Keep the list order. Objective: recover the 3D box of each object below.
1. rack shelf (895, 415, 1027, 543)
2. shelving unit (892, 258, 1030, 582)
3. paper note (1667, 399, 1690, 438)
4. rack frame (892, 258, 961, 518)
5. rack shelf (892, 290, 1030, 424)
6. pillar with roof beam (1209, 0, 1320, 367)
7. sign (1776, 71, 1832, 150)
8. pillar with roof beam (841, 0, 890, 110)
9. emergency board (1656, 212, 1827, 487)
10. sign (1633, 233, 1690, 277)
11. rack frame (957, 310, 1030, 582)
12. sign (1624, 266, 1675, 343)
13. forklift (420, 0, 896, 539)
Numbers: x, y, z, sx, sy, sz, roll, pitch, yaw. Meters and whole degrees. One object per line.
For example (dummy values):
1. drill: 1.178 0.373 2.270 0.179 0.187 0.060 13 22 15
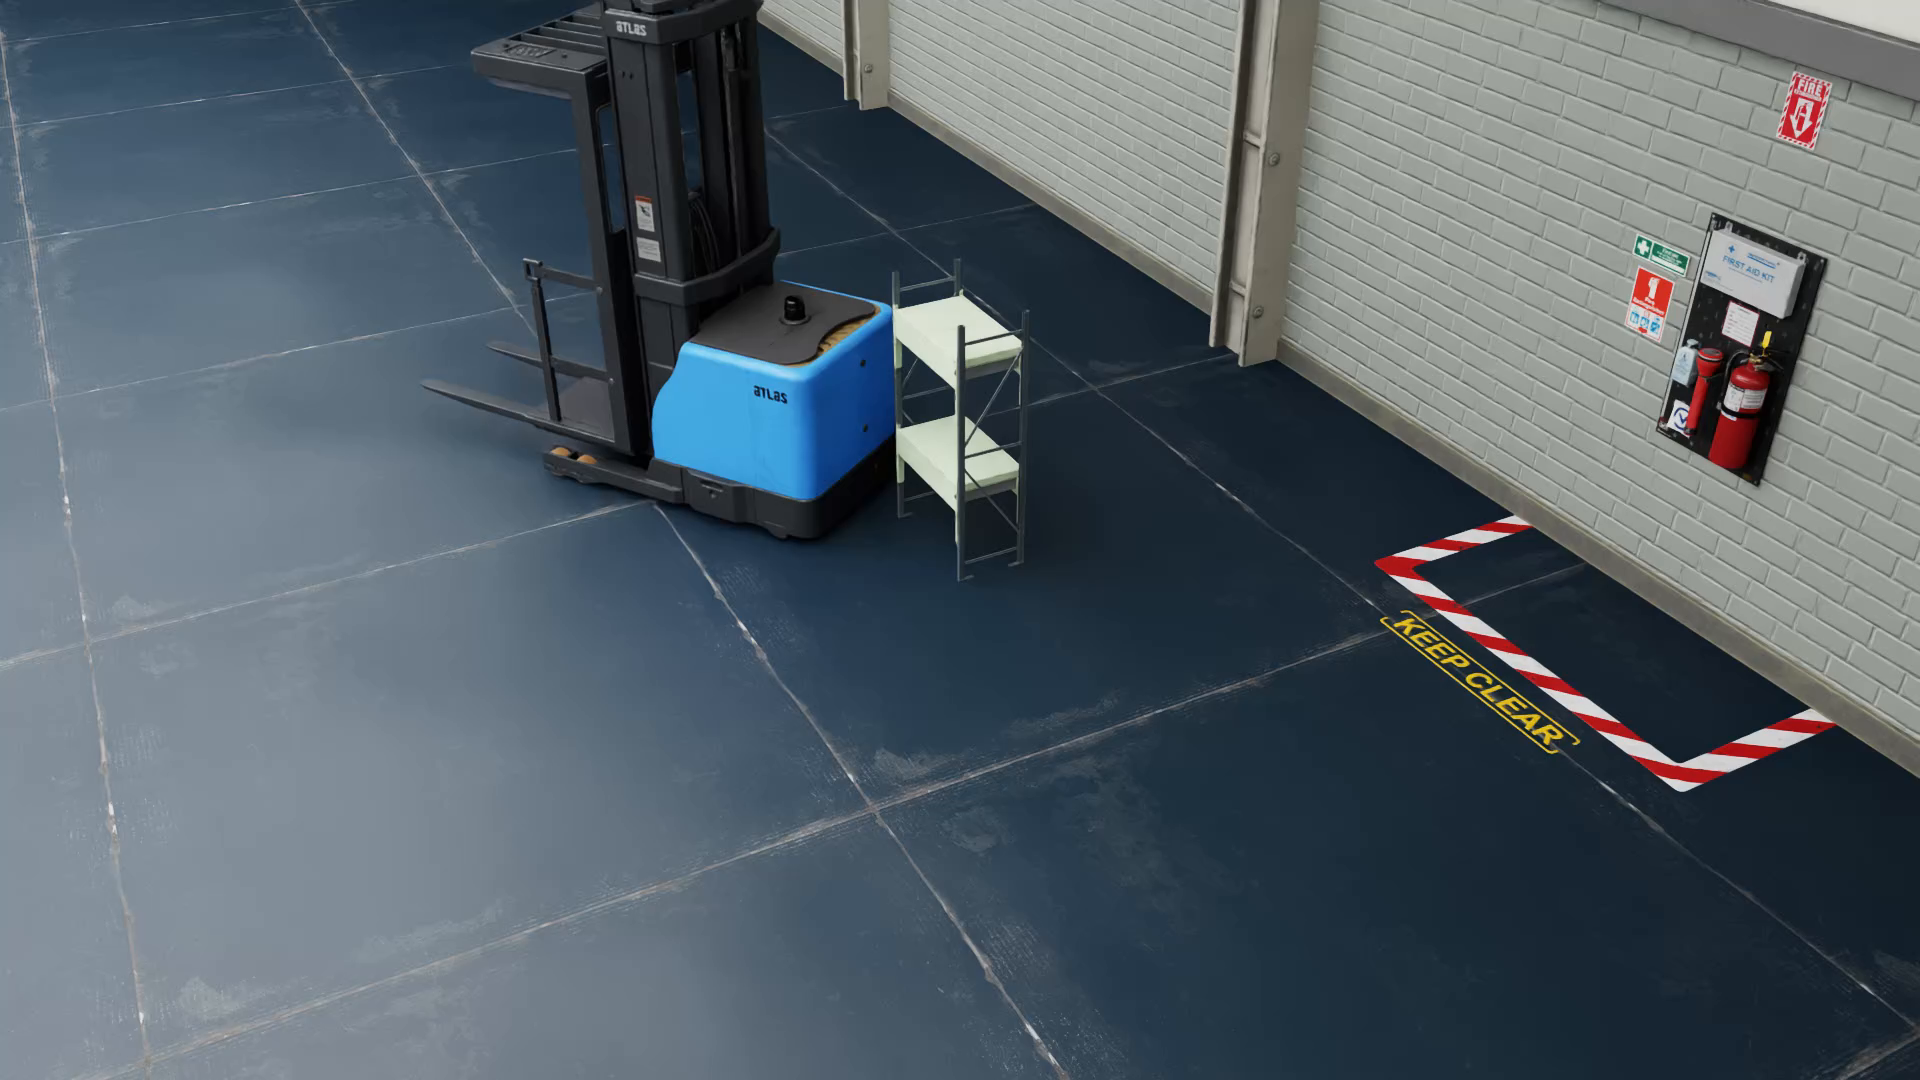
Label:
1. rack shelf: -0.003 -0.360 9.045 0.431 0.370 0.720 -16 36 -23
2. shelving unit: -0.003 -0.635 8.869 0.431 1.500 0.755 -16 36 -23
3. paper note: 3.581 -0.602 8.244 0.016 0.148 0.142 -16 36 -23
4. rack frame: -0.174 -0.809 9.142 0.400 1.500 0.023 -16 36 -23
5. rack shelf: -0.003 -0.963 8.658 0.431 0.370 0.720 -16 36 -23
6. pillar with roof beam: -1.885 -3.989 7.152 9.100 9.000 0.400 -16 36 -23
7. sign: 3.687 -1.876 7.267 0.001 0.298 0.199 -16 36 -23
8. pillar with roof beam: -4.683 -6.852 11.622 9.100 9.000 0.400 -16 36 -23
9. emergency board: 3.602 -0.871 7.847 0.194 1.169 0.643 -16 36 -23
10. sign: 3.430 -1.394 8.140 0.001 0.109 0.331 -16 36 -23
11. rack frame: 0.168 -0.460 8.596 0.400 1.500 0.023 -16 36 -23
12. sign: 3.436 -1.176 8.290 0.001 0.329 0.234 -16 36 -23
13. forklift: -1.886 -1.797 9.357 3.031 2.935 1.130 16 36 23
